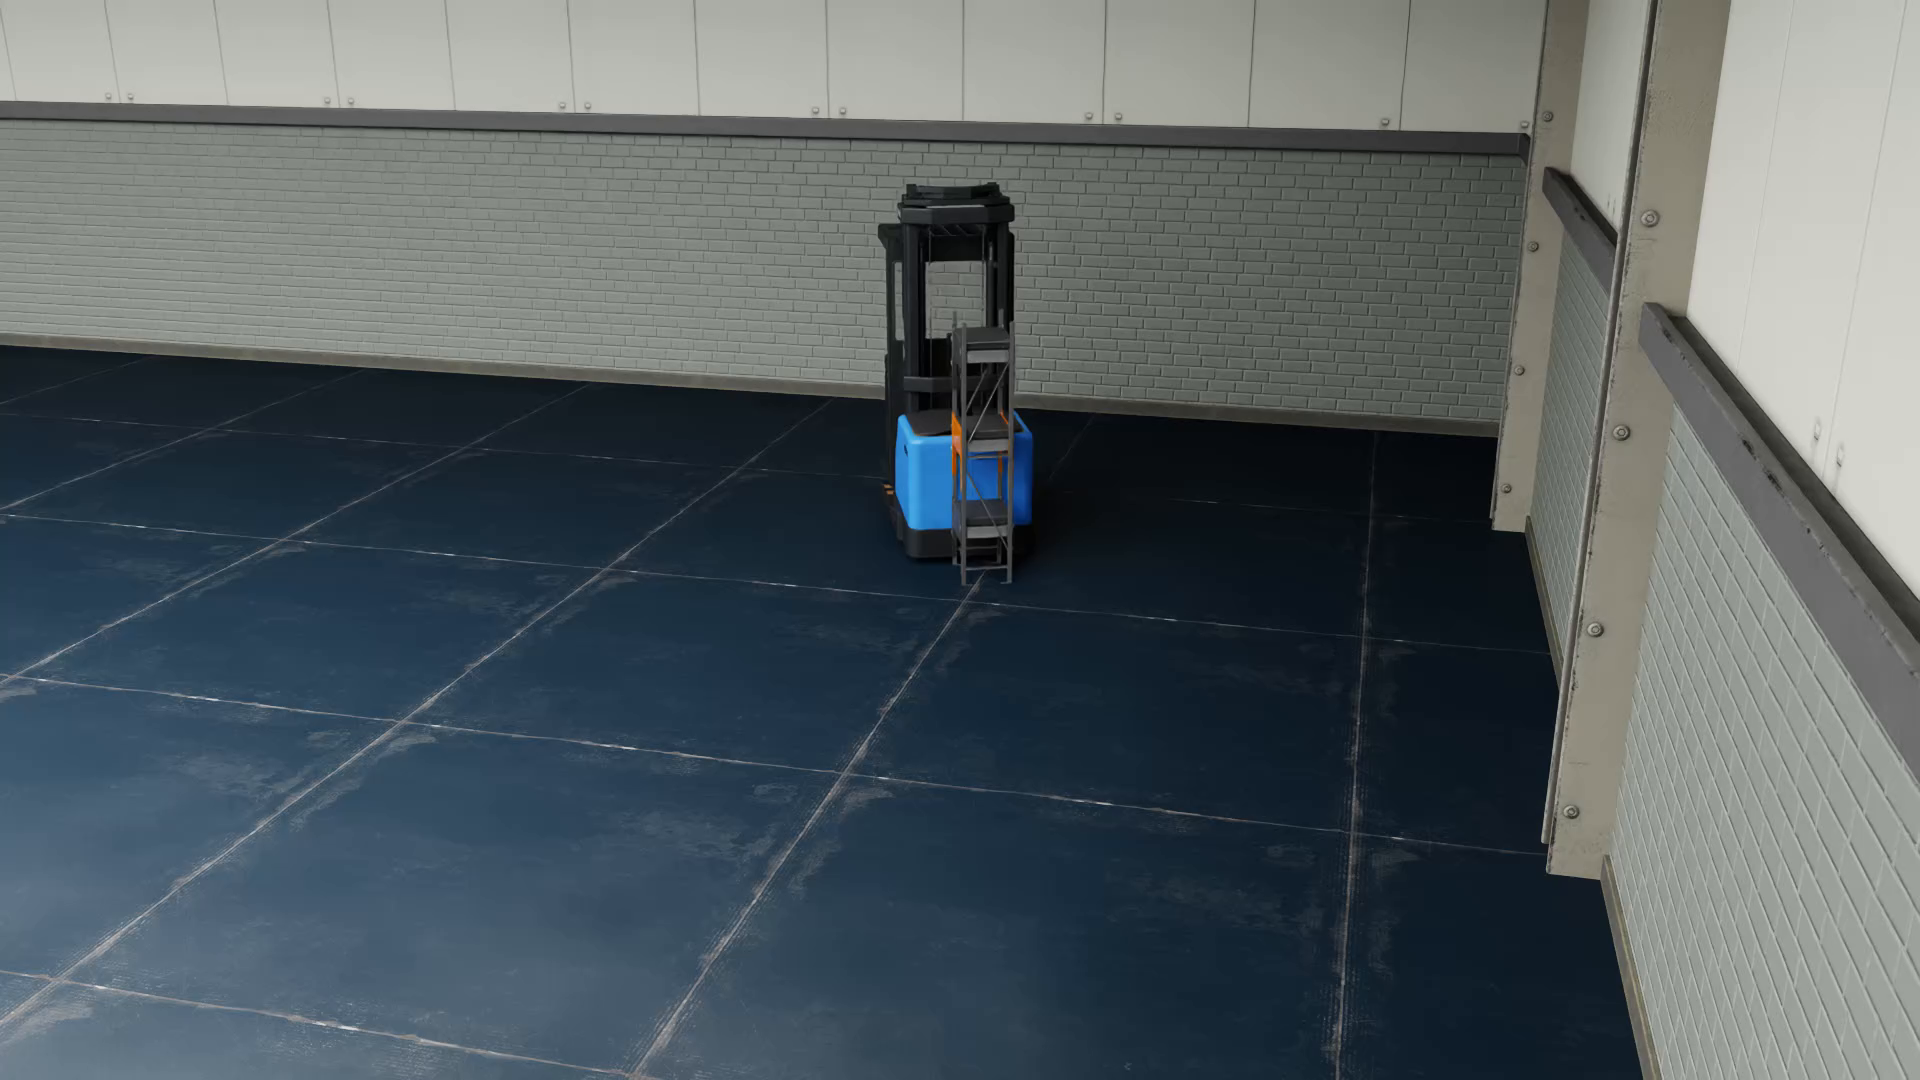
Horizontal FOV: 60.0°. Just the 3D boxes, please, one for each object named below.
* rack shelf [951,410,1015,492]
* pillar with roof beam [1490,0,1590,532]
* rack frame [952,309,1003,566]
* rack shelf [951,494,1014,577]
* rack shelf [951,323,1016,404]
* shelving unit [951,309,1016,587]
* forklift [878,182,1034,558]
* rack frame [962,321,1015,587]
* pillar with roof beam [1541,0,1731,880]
[{"bbox_3d":[0.176,-0.703,13.039,0.431,0.518,0.480,-3,19,-8],"label":"rack shelf"},{"bbox_3d":[0.645,-4.737,14.133,9.100,9.000,0.400,5,19,13],"label":"pillar with roof beam"},{"bbox_3d":[0.140,-0.794,13.263,0.400,2.100,0.015,-3,19,-8],"label":"rack frame"},{"bbox_3d":[0.176,-0.040,13.265,0.431,0.518,0.480,-3,19,-8],"label":"rack shelf"},{"bbox_3d":[0.176,-1.365,12.812,0.431,0.518,0.480,-3,19,-8],"label":"rack shelf"},{"bbox_3d":[0.176,-0.716,13.034,0.431,2.100,0.503,-3,19,-8],"label":"shelving unit"},{"bbox_3d":[-0.121,-1.674,14.555,1.130,2.935,3.031,-3,19,-8],"label":"forklift"},{"bbox_3d":[0.212,-0.638,12.806,0.400,2.100,0.015,-3,19,-8],"label":"rack frame"},{"bbox_3d":[-0.821,-2.856,8.627,9.100,9.000,0.400,5,19,13],"label":"pillar with roof beam"}]
